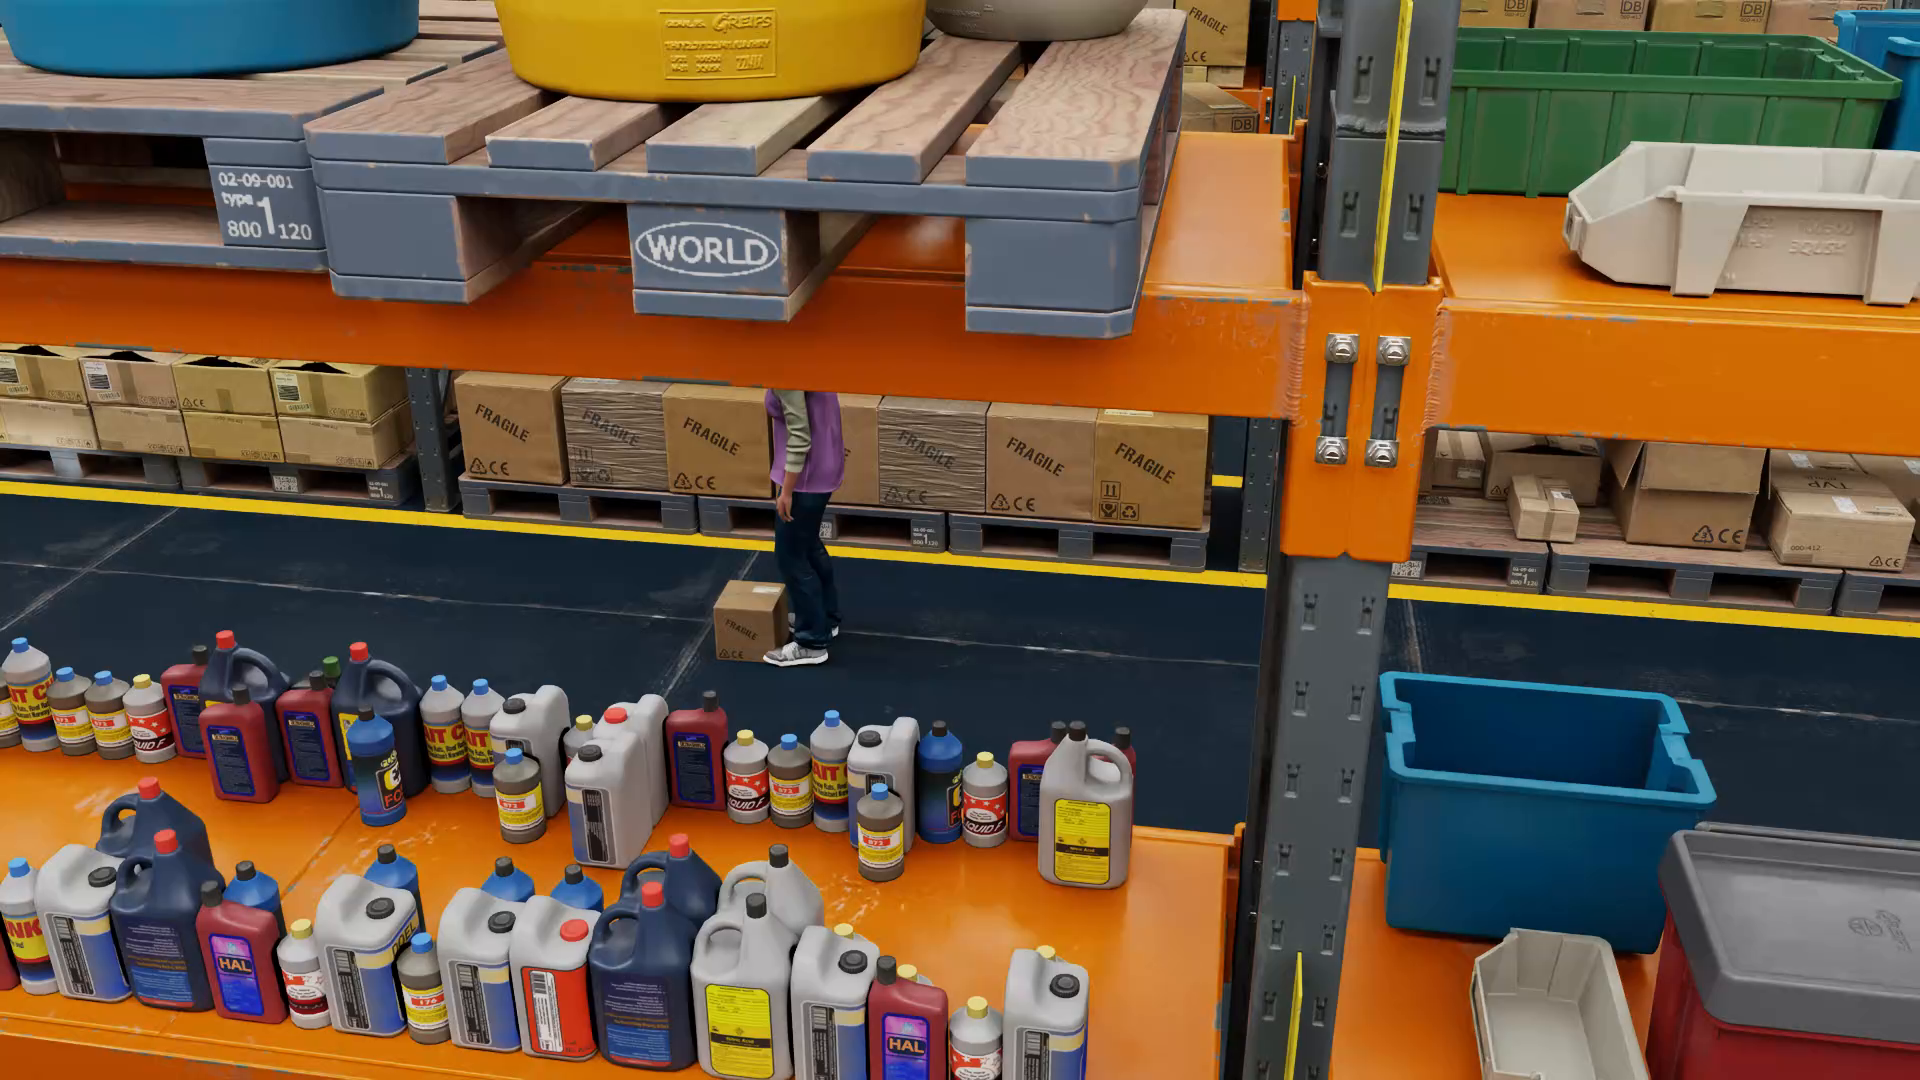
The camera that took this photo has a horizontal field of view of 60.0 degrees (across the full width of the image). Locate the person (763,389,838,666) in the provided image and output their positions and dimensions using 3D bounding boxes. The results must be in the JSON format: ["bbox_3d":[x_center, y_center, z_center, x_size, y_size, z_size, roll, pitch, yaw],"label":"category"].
[{"bbox_3d":[-0.645,-0.143,6.706,0.330,1.352,0.482,3,25,5],"label":"person"}]
